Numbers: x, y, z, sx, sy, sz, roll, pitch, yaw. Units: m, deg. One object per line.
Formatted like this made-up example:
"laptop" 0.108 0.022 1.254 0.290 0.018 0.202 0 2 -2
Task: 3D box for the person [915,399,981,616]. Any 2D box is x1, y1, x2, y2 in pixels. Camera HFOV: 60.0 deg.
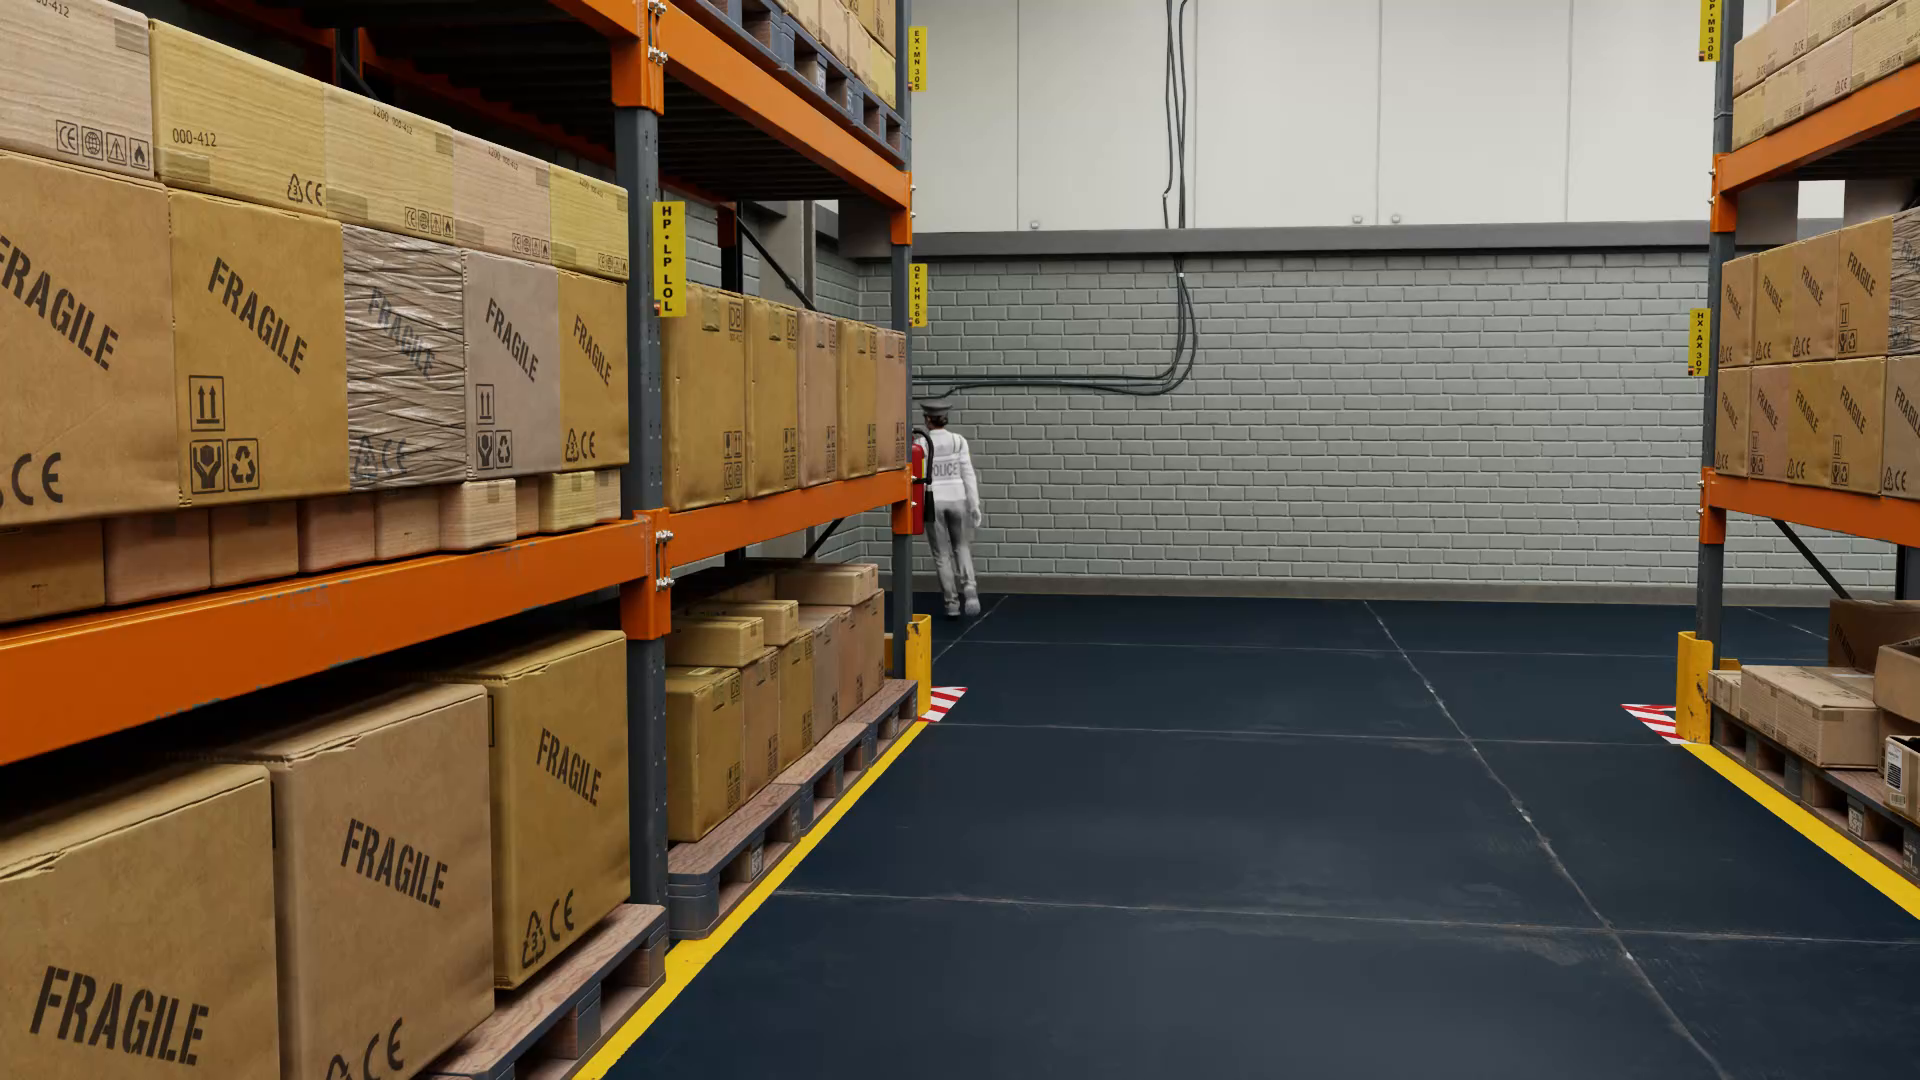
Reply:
"person" -0.120 -0.242 12.633 0.544 1.655 0.426 -1 5 -11
